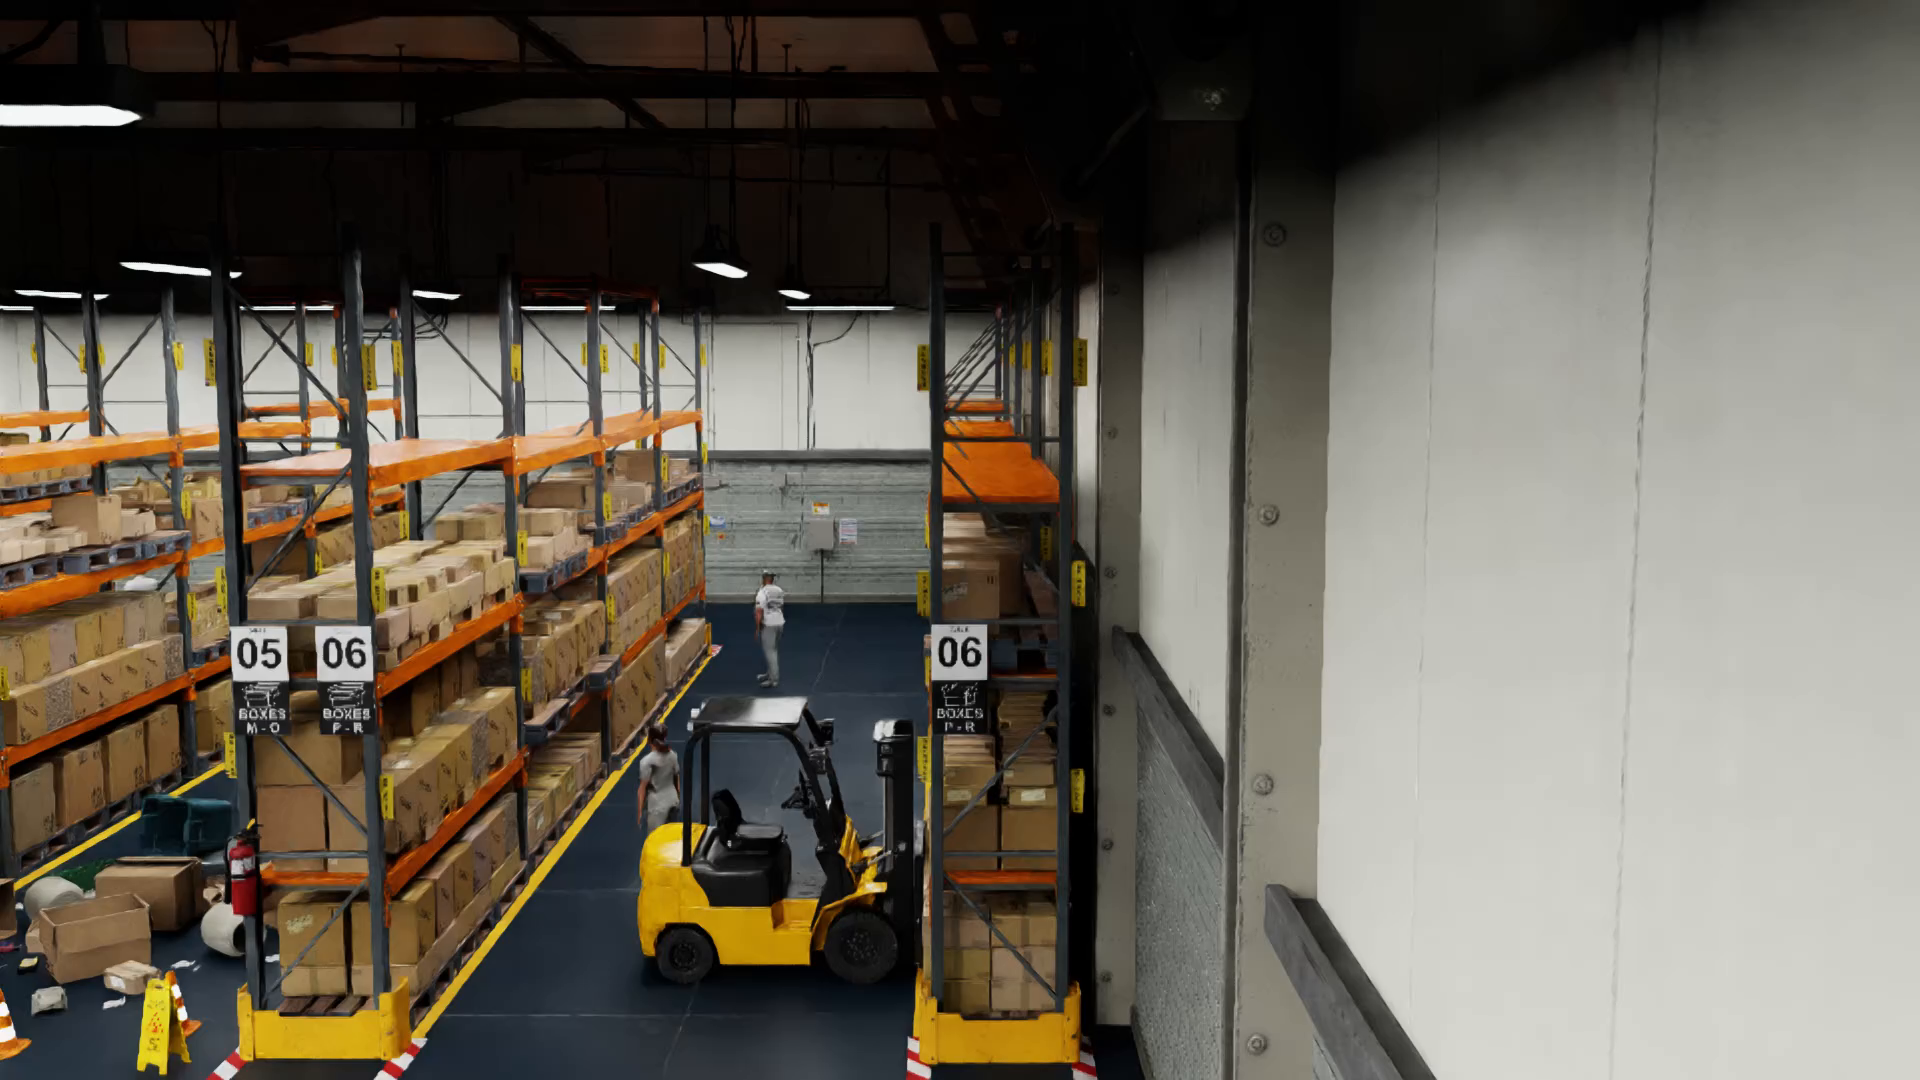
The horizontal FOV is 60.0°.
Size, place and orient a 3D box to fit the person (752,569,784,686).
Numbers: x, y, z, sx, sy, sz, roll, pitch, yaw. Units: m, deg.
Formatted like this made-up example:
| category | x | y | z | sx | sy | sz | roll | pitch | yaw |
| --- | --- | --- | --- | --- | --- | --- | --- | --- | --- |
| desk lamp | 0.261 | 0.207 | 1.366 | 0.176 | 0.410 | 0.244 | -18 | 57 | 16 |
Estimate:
| category | x | y | z | sx | sy | sz | roll | pitch | yaw |
| --- | --- | --- | --- | --- | --- | --- | --- | --- | --- |
| person | -2.949 | 1.317 | 25.461 | 0.578 | 1.746 | 0.654 | 3 | 8 | 27 |

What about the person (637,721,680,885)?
| category | x | y | z | sx | sy | sz | roll | pitch | yaw |
| --- | --- | --- | --- | --- | --- | --- | --- | --- | --- |
| person | -2.837 | 2.511 | 15.561 | 0.569 | 1.668 | 0.563 | 4 | 8 | 31 |

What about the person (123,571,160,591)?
| category | x | y | z | sx | sy | sz | roll | pitch | yaw |
| --- | --- | --- | --- | --- | --- | --- | --- | --- | --- |
| person | -12.845 | 1.247 | 26.103 | 0.643 | 1.728 | 0.673 | 3 | 7 | 25 |
